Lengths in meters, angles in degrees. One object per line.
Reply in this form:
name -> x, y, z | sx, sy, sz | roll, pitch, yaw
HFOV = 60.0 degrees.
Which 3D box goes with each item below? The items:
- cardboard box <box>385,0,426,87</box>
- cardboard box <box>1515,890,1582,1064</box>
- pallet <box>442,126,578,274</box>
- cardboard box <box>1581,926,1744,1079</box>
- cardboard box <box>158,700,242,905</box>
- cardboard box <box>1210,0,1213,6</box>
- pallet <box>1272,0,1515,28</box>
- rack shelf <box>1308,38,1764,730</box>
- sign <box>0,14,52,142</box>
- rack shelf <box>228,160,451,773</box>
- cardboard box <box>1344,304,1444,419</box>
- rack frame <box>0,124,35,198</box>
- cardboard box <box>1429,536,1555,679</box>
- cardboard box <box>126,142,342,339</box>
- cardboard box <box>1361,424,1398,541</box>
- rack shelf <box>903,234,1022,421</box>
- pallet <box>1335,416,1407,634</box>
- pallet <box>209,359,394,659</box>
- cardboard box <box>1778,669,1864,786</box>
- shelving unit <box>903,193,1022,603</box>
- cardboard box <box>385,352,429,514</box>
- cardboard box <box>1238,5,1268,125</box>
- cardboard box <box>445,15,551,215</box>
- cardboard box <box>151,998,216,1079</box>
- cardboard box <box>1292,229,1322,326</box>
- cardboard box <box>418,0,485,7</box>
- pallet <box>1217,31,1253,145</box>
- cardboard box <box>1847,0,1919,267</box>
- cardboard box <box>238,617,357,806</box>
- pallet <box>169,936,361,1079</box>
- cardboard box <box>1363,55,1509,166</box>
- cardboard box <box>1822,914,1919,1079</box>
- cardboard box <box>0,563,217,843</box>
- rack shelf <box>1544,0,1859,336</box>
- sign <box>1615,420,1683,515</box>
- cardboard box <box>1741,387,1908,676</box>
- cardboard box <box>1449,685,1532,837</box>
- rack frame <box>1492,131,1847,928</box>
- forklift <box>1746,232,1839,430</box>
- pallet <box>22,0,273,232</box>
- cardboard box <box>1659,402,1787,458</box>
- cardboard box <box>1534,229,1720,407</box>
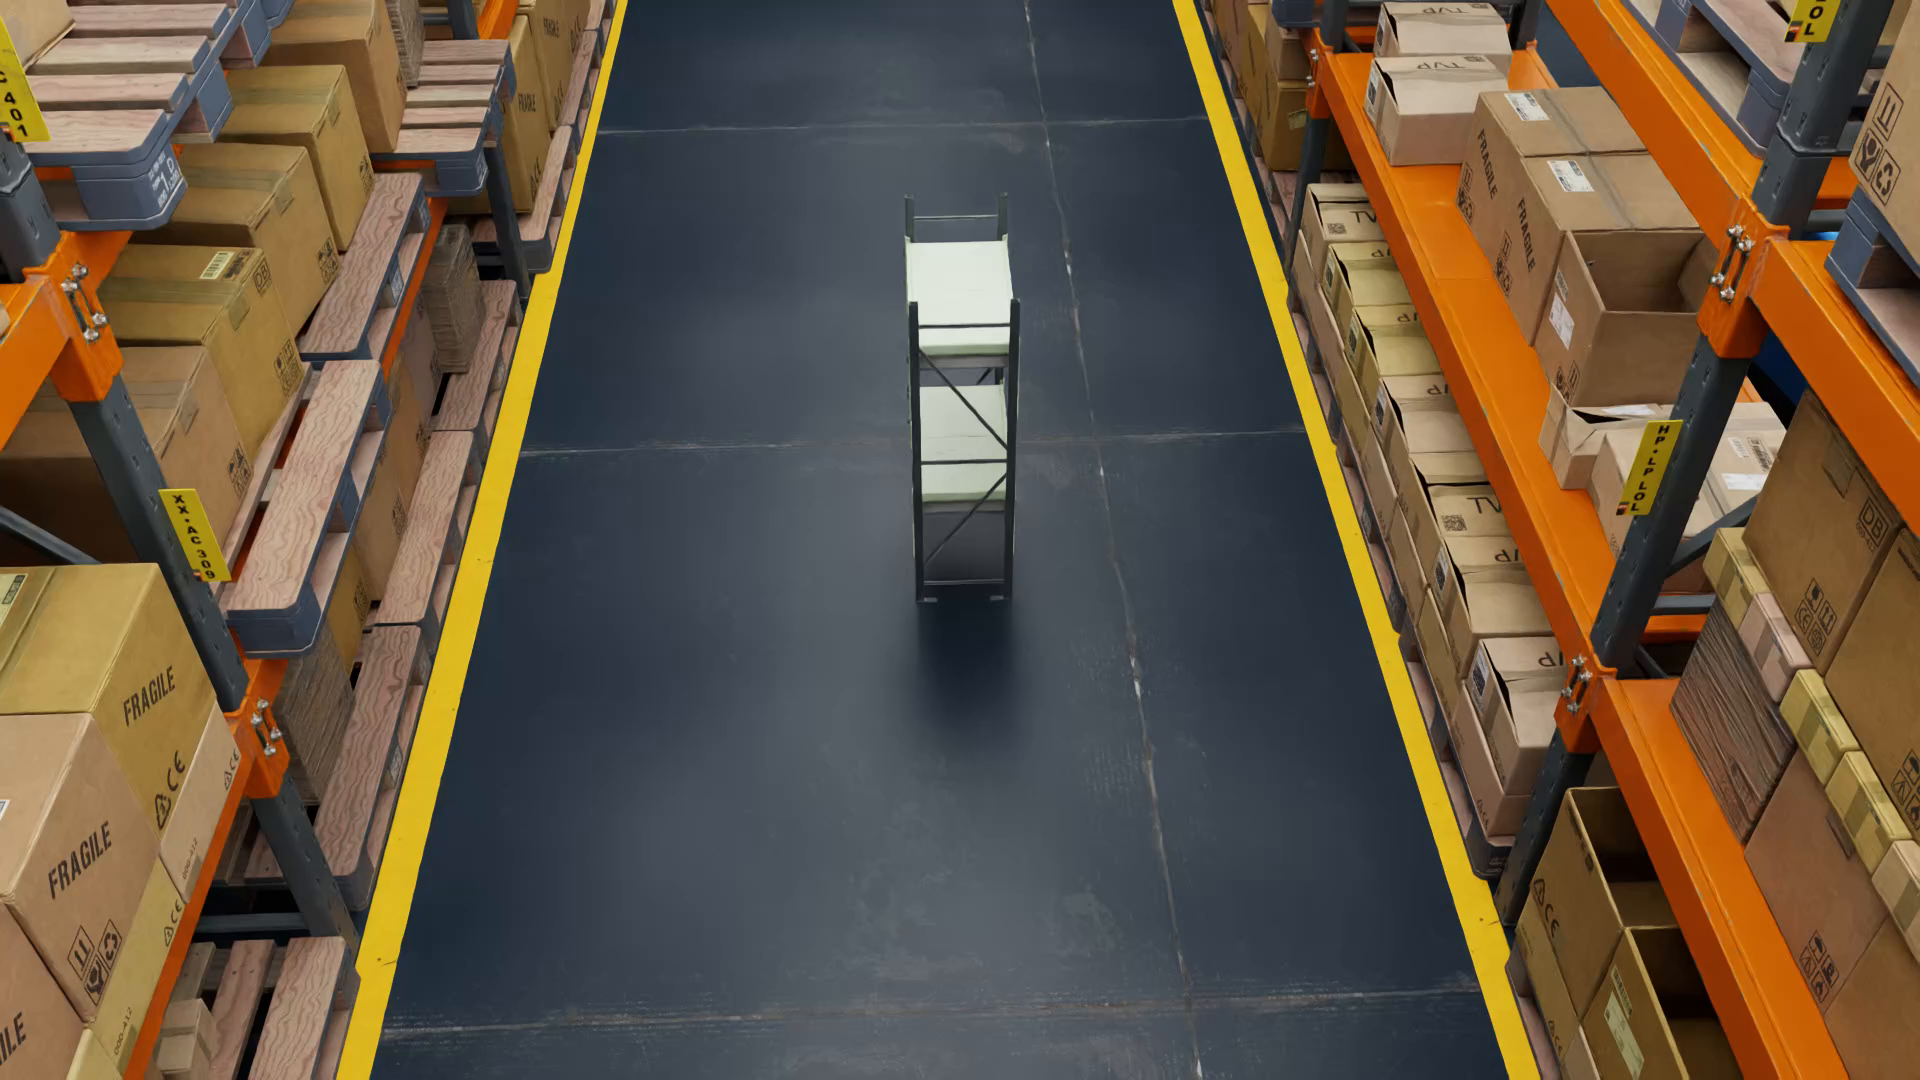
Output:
cardboard box -> -2.706, -2.252, 7.088 | 0.700, 0.500, 0.500 | -6, 43, -7
cardboard box -> 2.099, 1.366, 5.264 | 0.500, 0.250, 0.500 | -2, 43, -2
pallet -> -2.695, -1.877, 9.141 | 1.003, 0.211, 1.213 | -2, 43, -2
cardboard box -> 2.119, 1.427, 4.642 | 0.500, 0.500, 0.500 | -2, 43, -2
cardboard box -> -2.244, 0.689, 4.374 | 0.500, 0.250, 0.500 | -2, 43, -2
cardboard box -> 1.854, -3.763, 10.659 | 0.500, 0.500, 0.500 | -1, 43, -1
pallet -> 2.114, -2.900, 8.336 | 1.213, 0.211, 1.003 | -2, 43, -2
rack shelf -> 2.298, -0.899, 6.544 | 1.077, 0.370, 4.000 | -2, 43, -2
sign -> -2.025, -0.987, 3.504 | 0.100, 0.325, 0.005 | -2, 43, -2
rack shelf -> -2.651, -0.755, 6.386 | 1.077, 0.370, 4.000 | -2, 43, -2
cardboard box -> 1.992, -0.802, 7.214 | 0.500, 0.311, 0.500 | -3, 43, -3
rack frame -> -2.566, -1.881, 2.643 | 1.000, 3.000, 0.127 | -2, 43, -2
cardboard box -> 2.051, 0.221, 6.098 | 0.500, 0.311, 0.500 | -1, 43, -1
cardboard box -> -2.630, -1.034, 5.759 | 0.700, 0.500, 0.500 | 4, 43, 4
cardboard box -> 2.013, -0.258, 7.035 | 0.500, 0.250, 0.500 | -1, 43, -1
rack shelf -> 0.000, -0.836, 6.475 | 0.431, 0.370, 0.720 | -2, 43, -2
pallet -> 2.258, -0.108, 7.212 | 1.003, 0.211, 1.213 | -2, 43, -2
pallet -> -2.454, -0.119, 5.302 | 1.003, 0.211, 1.213 | -2, 43, -2
cardboard box -> 2.224, 0.440, 3.996 | 0.380, 0.149, 0.250 | -3, 43, -3
shelving unit -> 0.000, -0.548, 6.738 | 0.431, 1.500, 0.755 | -2, 43, -2
cardboard box -> -2.699, -0.441, 7.035 | 0.700, 0.500, 0.500 | -2, 43, -2
cardboard box -> 1.917, -2.730, 9.532 | 0.500, 0.500, 0.500 | -3, 43, -3
cardboard box -> -2.636, -2.233, 8.746 | 0.750, 0.750, 0.750 | -2, 43, -2
cardboard box -> -2.514, 1.573, 5.085 | 0.380, 0.166, 0.250 | -7, 43, -7
cardboard box -> 1.942, -1.294, 8.166 | 0.500, 0.250, 0.500 | -2, 43, -2
cardboard box -> -2.501, -2.859, 7.841 | 0.500, 0.500, 0.500 | 0, 43, -1
pallet -> 2.170, -2.814, 10.163 | 1.003, 0.211, 1.213 | -2, 43, -2
cardboard box -> 2.141, -0.816, 3.212 | 0.500, 0.500, 0.500 | 2, 43, 2
cardboard box -> -2.614, 0.593, 5.907 | 0.700, 0.500, 0.500 | 0, 43, 0
pallet -> -2.503, 1.811, 5.118 | 1.003, 0.211, 1.213 | -2, 43, -2
cardboard box -> 2.057, -1.873, 7.139 | 0.500, 0.311, 0.500 | -2, 43, -2
cardboard box -> 2.454, 1.143, 3.709 | 0.700, 0.500, 0.500 | -1, 43, -1
cardboard box -> -2.237, 0.412, 4.122 | 0.500, 0.500, 0.500 | -2, 43, -2
rack shelf -> 2.298, -2.005, 5.530 | 1.077, 0.370, 4.000 | -2, 43, -2
sign -> 1.841, -0.190, 4.439 | 0.100, 0.325, 0.005 | -2, 43, -2
cardboard box -> 2.408, -0.030, 4.029 | 0.700, 0.500, 0.500 | -1, 43, -2
cardboard box -> 2.075, 0.773, 5.911 | 0.500, 0.250, 0.500 | -2, 43, -2
rack frame -> 2.383, 0.186, 4.828 | 1.000, 3.000, 0.127 | -2, 43, -2
forklift -> 5.180, -1.761, 7.002 | 3.031, 2.935, 1.130 | -7, 43, -8
pallet -> -2.486, -1.126, 4.178 | 1.213, 0.211, 1.003 | -2, 43, -2
cardboard box -> 2.549, -0.326, 5.572 | 0.380, 0.149, 0.250 | -2, 43, -2
cardboard box -> 2.344, -0.726, 5.748 | 0.500, 0.500, 0.500 | 1, 43, 1
